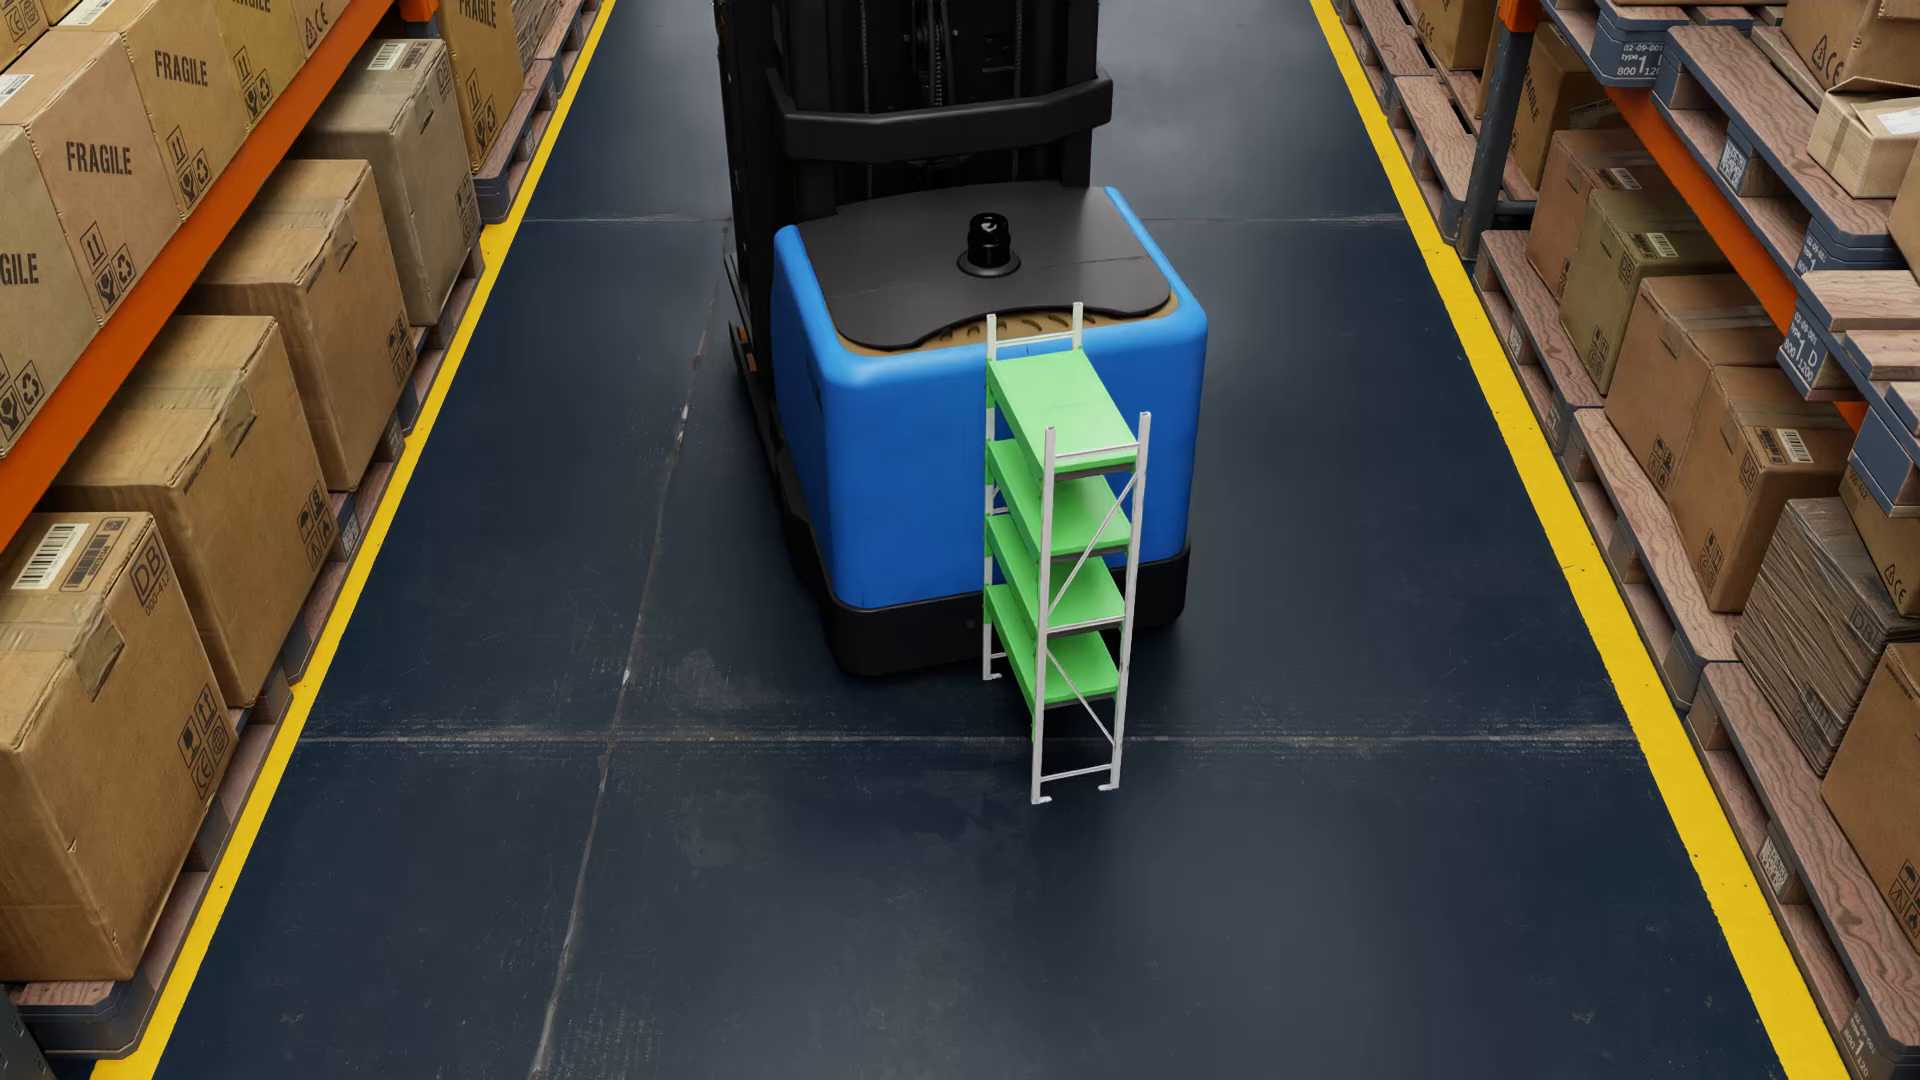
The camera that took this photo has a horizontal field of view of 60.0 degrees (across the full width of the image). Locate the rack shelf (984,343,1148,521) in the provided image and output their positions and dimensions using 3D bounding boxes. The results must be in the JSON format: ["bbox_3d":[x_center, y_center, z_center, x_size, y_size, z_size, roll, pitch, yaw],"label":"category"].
[{"bbox_3d":[0.243,-0.266,3.957,0.258,0.148,0.480,-9,40,-11],"label":"rack shelf"}]

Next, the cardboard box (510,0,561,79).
[{"bbox_3d":[-2.394,-2.666,7.541,0.875,0.875,0.875,0,39,0],"label":"cardboard box"}]

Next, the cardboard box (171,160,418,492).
[{"bbox_3d":[-2.371,-0.668,5.149,1.050,0.750,0.750,0,39,0],"label":"cardboard box"}]

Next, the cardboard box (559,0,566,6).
[{"bbox_3d":[-2.393,-3.236,8.252,0.875,0.875,0.875,-1,39,-1],"label":"cardboard box"}]

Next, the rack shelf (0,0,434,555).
[{"bbox_3d":[-2.456,-0.842,4.478,1.077,0.370,4.000,0,39,0],"label":"rack shelf"}]

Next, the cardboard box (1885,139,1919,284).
[{"bbox_3d":[2.365,-0.702,3.312,0.700,0.500,0.500,5,39,7],"label":"cardboard box"}]

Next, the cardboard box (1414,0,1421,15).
[{"bbox_3d":[2.497,-2.848,8.069,0.500,0.500,0.500,3,39,4],"label":"cardboard box"}]

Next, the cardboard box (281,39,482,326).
[{"bbox_3d":[-2.368,-1.272,5.901,1.050,0.750,0.750,0,39,0],"label":"cardboard box"}]

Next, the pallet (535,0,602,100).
[{"bbox_3d":[-2.386,-2.526,8.233,1.003,0.211,1.213,0,39,0],"label":"pallet"}]

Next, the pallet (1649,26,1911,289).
[{"bbox_3d":[2.463,-0.976,4.222,1.003,0.211,1.213,0,39,0],"label":"pallet"}]

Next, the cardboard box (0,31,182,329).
[{"bbox_3d":[-2.188,-0.826,3.802,0.500,0.500,0.500,0,39,0],"label":"cardboard box"}]

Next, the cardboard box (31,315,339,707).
[{"bbox_3d":[-2.369,-0.086,4.422,1.050,0.750,0.750,1,39,1],"label":"cardboard box"}]

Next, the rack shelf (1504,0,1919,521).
[{"bbox_3d":[2.504,-0.783,4.403,1.077,0.370,4.000,0,39,0],"label":"rack shelf"}]

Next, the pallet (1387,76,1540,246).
[{"bbox_3d":[2.465,-1.646,7.135,1.003,0.211,1.213,0,39,0],"label":"pallet"}]

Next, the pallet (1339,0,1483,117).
[{"bbox_3d":[2.461,-2.411,8.090,1.003,0.211,1.213,0,39,0],"label":"pallet"}]

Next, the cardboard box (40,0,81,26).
[{"bbox_3d":[-2.450,-1.539,3.892,0.700,0.500,0.500,0,39,0],"label":"cardboard box"}]

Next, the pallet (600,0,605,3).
[{"bbox_3d":[-2.384,-3.287,9.183,1.003,0.211,1.213,0,39,0],"label":"pallet"}]

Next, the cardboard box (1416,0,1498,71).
[{"bbox_3d":[2.453,-2.499,7.633,0.500,0.500,0.500,-3,39,-4],"label":"cardboard box"}]

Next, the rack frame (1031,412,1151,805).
[{"bbox_3d":[0.305,0.206,4.033,0.240,1.200,0.015,-9,40,-11],"label":"rack frame"}]

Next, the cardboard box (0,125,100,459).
[{"bbox_3d":[-2.188,-0.510,3.408,0.500,0.500,0.500,0,39,0],"label":"cardboard box"}]

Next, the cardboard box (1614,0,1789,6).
[{"bbox_3d":[2.362,-2.215,4.800,1.000,1.000,1.000,0,39,0],"label":"cardboard box"}]

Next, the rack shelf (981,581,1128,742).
[{"bbox_3d":[0.243,0.296,4.407,0.258,0.148,0.480,-9,40,-11],"label":"rack shelf"}]

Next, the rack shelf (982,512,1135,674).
[{"bbox_3d":[0.243,0.109,4.257,0.258,0.148,0.480,-9,40,-11],"label":"rack shelf"}]

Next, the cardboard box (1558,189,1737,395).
[{"bbox_3d":[2.462,-0.828,5.532,0.700,0.500,0.500,0,39,0],"label":"cardboard box"}]

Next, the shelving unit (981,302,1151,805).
[{"bbox_3d":[0.243,0.059,4.217,0.258,1.200,0.503,-9,40,-11],"label":"shelving unit"}]

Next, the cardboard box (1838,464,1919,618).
[{"bbox_3d":[2.464,-0.052,3.964,0.500,0.250,0.500,4,39,5],"label":"cardboard box"}]

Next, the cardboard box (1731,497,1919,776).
[{"bbox_3d":[2.472,0.225,4.217,0.700,0.500,0.500,-3,39,-4],"label":"cardboard box"}]

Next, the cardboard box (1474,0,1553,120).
[{"bbox_3d":[2.533,-2.111,7.149,0.500,0.500,0.500,12,40,14],"label":"cardboard box"}]

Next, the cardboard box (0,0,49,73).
[{"bbox_3d":[-2.449,-1.219,3.493,0.700,0.500,0.500,-1,39,-1],"label":"cardboard box"}]

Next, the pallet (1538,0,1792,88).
[{"bbox_3d":[2.357,-1.761,5.202,1.003,0.211,1.213,0,39,0],"label":"pallet"}]

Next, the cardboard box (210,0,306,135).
[{"bbox_3d":[-2.190,-1.455,4.587,0.500,0.500,0.500,0,39,0],"label":"cardboard box"}]

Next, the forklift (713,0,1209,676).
[{"bbox_3d":[-0.204,-1.690,5.015,1.130,2.935,3.031,-9,40,-11],"label":"forklift"}]

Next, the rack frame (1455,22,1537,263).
[{"bbox_3d":[2.501,-2.314,5.739,1.000,3.000,0.127,0,39,0],"label":"rack frame"}]

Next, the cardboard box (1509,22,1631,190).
[{"bbox_3d":[2.541,-1.753,6.702,0.500,0.500,0.500,-1,39,-1],"label":"cardboard box"}]

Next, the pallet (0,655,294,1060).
[{"bbox_3d":[-2.380,0.723,4.179,1.003,0.211,1.213,0,39,0],"label":"pallet"}]

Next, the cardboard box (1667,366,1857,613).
[{"bbox_3d":[2.464,-0.129,4.660,0.700,0.500,0.500,3,39,4],"label":"cardboard box"}]

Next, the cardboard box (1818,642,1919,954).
[{"bbox_3d":[2.485,0.572,3.785,0.700,0.500,0.500,-2,39,-2],"label":"cardboard box"}]

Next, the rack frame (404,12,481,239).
[{"bbox_3d":[-2.459,-2.374,5.813,1.000,3.000,0.127,0,39,0],"label":"rack frame"}]

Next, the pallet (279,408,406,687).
[{"bbox_3d":[-2.378,-0.038,5.129,1.003,0.211,1.213,0,39,0],"label":"pallet"}]

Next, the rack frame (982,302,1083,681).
[{"bbox_3d":[0.182,-0.089,4.402,0.240,1.200,0.015,-9,40,-11],"label":"rack frame"}]

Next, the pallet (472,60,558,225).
[{"bbox_3d":[-2.381,-1.761,7.279,1.003,0.211,1.213,0,39,0],"label":"pallet"}]

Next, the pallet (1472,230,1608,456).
[{"bbox_3d":[2.504,-0.739,6.004,1.003,0.211,1.213,0,39,0],"label":"pallet"}]

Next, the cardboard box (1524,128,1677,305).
[{"bbox_3d":[2.481,-1.126,5.904,0.700,0.500,0.500,-3,39,-4],"label":"cardboard box"}]

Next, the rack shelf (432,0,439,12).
[{"bbox_3d":[-2.461,-3.344,7.599,1.077,0.370,4.000,0,39,0],"label":"rack shelf"}]

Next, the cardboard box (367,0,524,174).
[{"bbox_3d":[-2.390,-2.102,6.837,0.875,0.875,0.875,1,39,1],"label":"cardboard box"}]

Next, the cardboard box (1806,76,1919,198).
[{"bbox_3d":[2.234,-0.967,3.829,0.396,0.266,0.258,-1,39,-1],"label":"cardboard box"}]

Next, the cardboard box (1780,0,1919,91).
[{"bbox_3d":[2.596,-1.434,4.223,0.797,0.503,0.637,4,39,5],"label":"cardboard box"}]

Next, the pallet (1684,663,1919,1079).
[{"bbox_3d":[2.506,0.787,4.099,1.003,0.211,1.213,0,39,0],"label":"pallet"}]

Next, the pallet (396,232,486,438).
[{"bbox_3d":[-2.383,-0.803,6.083,1.003,0.211,1.213,0,39,0],"label":"pallet"}]

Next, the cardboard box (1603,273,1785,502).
[{"bbox_3d":[2.463,-0.478,5.095,0.700,0.500,0.500,-3,39,-4],"label":"cardboard box"}]

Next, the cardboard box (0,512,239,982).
[{"bbox_3d":[-2.365,0.461,3.740,1.050,0.750,0.750,-1,39,-1],"label":"cardboard box"}]

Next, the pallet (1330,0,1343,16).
[{"bbox_3d":[2.462,-3.172,9.039,1.003,0.211,1.213,0,39,0],"label":"pallet"}]

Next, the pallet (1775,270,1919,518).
[{"bbox_3d":[2.399,-0.183,3.234,1.213,0.211,1.003,0,39,0],"label":"pallet"}]

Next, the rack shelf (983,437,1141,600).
[{"bbox_3d":[0.243,-0.079,4.107,0.258,0.148,0.480,-9,40,-11],"label":"rack shelf"}]

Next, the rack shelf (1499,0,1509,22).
[{"bbox_3d":[2.499,-3.284,7.525,1.077,0.370,4.000,0,39,0],"label":"rack shelf"}]

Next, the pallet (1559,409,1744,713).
[{"bbox_3d":[2.508,0.026,5.049,1.003,0.211,1.213,0,39,0],"label":"pallet"}]

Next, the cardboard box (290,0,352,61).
[{"bbox_3d":[-2.190,-1.771,4.981,0.500,0.500,0.500,0,39,-1],"label":"cardboard box"}]

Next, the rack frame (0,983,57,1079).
[{"bbox_3d":[-2.451,0.128,2.692,0.949,2.616,0.053,0,39,0],"label":"rack frame"}]

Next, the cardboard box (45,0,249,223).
[{"bbox_3d":[-2.187,-1.137,4.190,0.500,0.500,0.500,0,39,-1],"label":"cardboard box"}]
